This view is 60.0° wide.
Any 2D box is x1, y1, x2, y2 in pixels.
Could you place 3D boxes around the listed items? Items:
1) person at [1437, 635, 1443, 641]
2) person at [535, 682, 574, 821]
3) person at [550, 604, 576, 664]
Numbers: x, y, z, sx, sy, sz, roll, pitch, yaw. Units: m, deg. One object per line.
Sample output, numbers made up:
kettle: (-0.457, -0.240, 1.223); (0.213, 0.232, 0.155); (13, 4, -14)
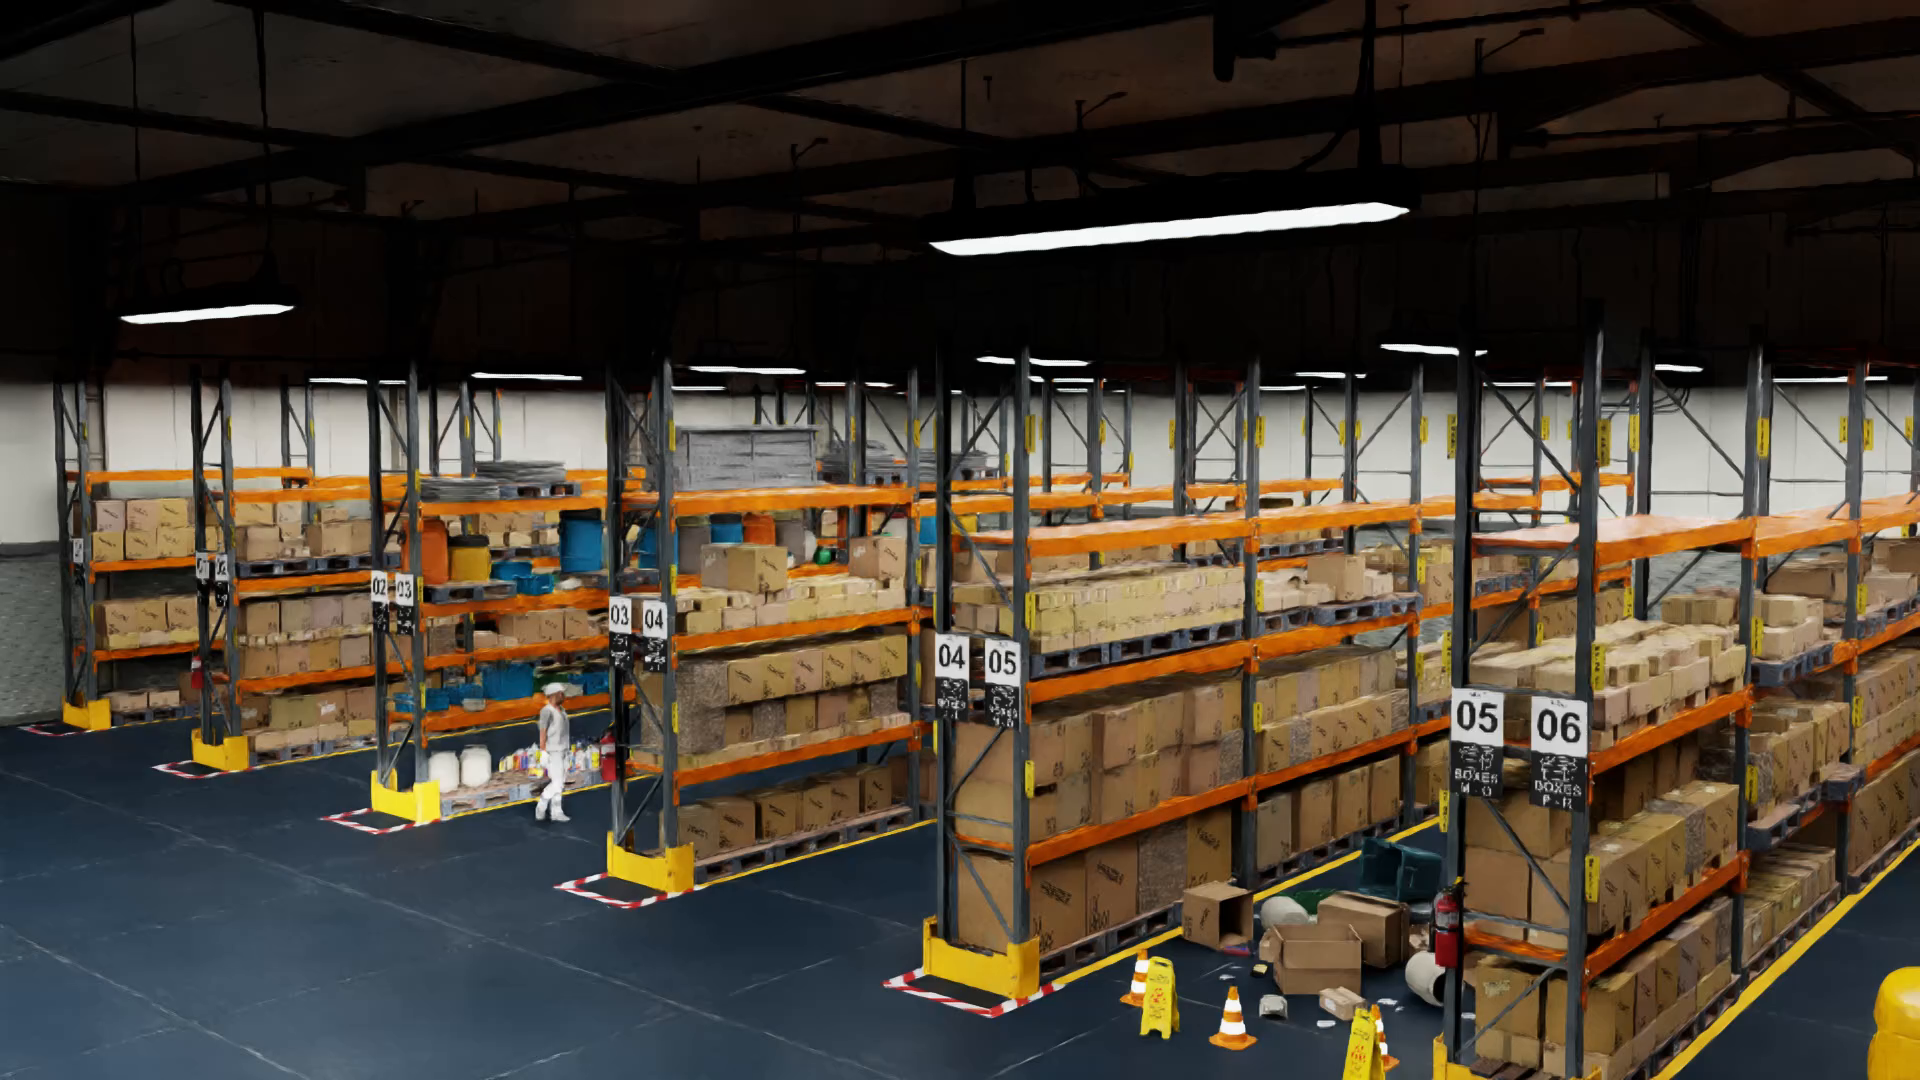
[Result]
person: (7.802, 2.375, 26.762); (0.702, 1.735, 0.549); (3, 5, 39)
person: (-5.229, 2.726, 21.390); (0.445, 1.786, 0.594); (1, 4, 14)
person: (-7.558, 2.037, 31.595); (0.493, 1.675, 0.477); (-1, 4, -19)
